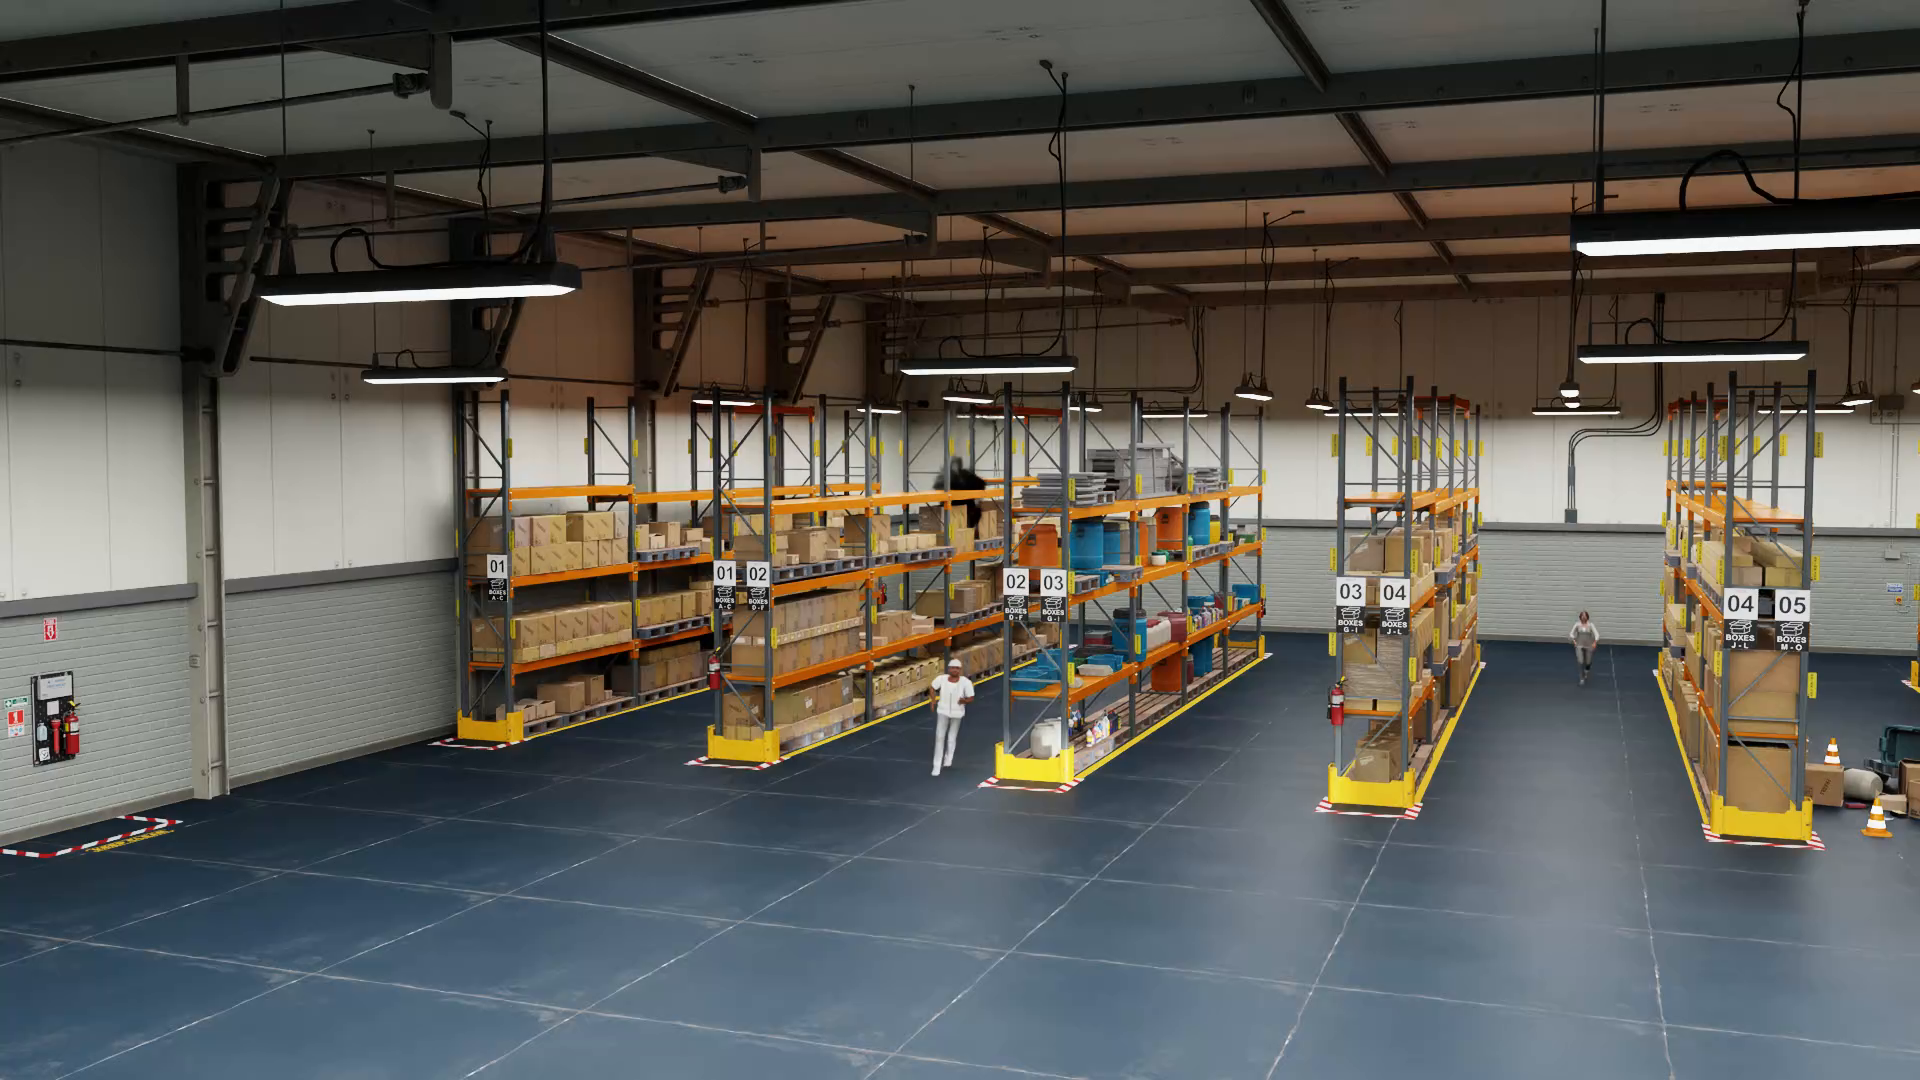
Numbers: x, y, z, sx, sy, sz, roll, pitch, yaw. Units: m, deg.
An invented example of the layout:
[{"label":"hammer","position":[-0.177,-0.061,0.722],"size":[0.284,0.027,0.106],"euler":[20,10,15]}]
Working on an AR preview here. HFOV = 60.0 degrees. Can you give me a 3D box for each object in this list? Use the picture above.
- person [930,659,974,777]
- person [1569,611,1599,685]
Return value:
[{"label":"person","position":[-0.124,2.730,25.716],"size":[0.696,1.813,0.788],"euler":[0,3,0]},{"label":"person","position":[13.259,2.277,35.345],"size":[0.583,1.553,0.594],"euler":[1,3,20]}]
